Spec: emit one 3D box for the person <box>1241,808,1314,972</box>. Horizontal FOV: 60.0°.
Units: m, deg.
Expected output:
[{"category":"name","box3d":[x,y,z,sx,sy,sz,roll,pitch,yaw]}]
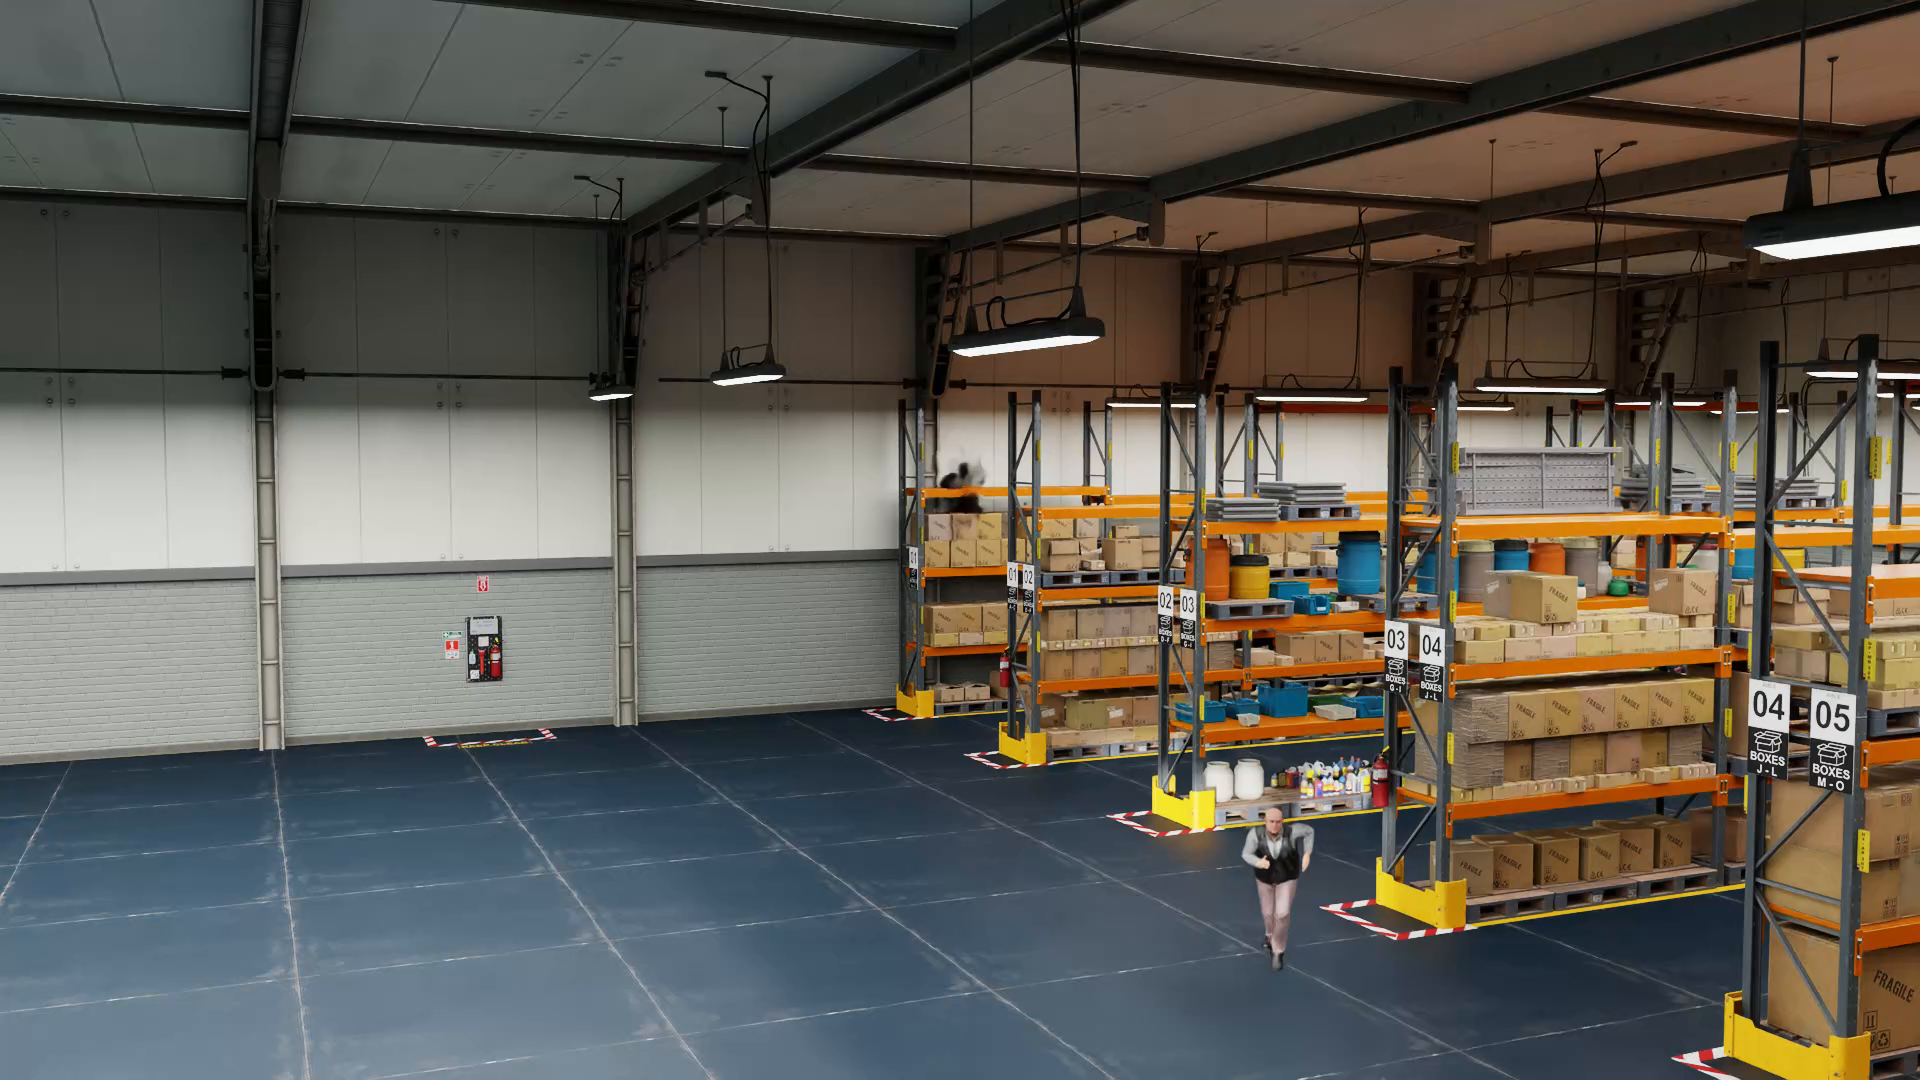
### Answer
[{"category":"person","box3d":[3.142,3.462,16.481,0.687,1.565,0.996,1,3,13]}]
